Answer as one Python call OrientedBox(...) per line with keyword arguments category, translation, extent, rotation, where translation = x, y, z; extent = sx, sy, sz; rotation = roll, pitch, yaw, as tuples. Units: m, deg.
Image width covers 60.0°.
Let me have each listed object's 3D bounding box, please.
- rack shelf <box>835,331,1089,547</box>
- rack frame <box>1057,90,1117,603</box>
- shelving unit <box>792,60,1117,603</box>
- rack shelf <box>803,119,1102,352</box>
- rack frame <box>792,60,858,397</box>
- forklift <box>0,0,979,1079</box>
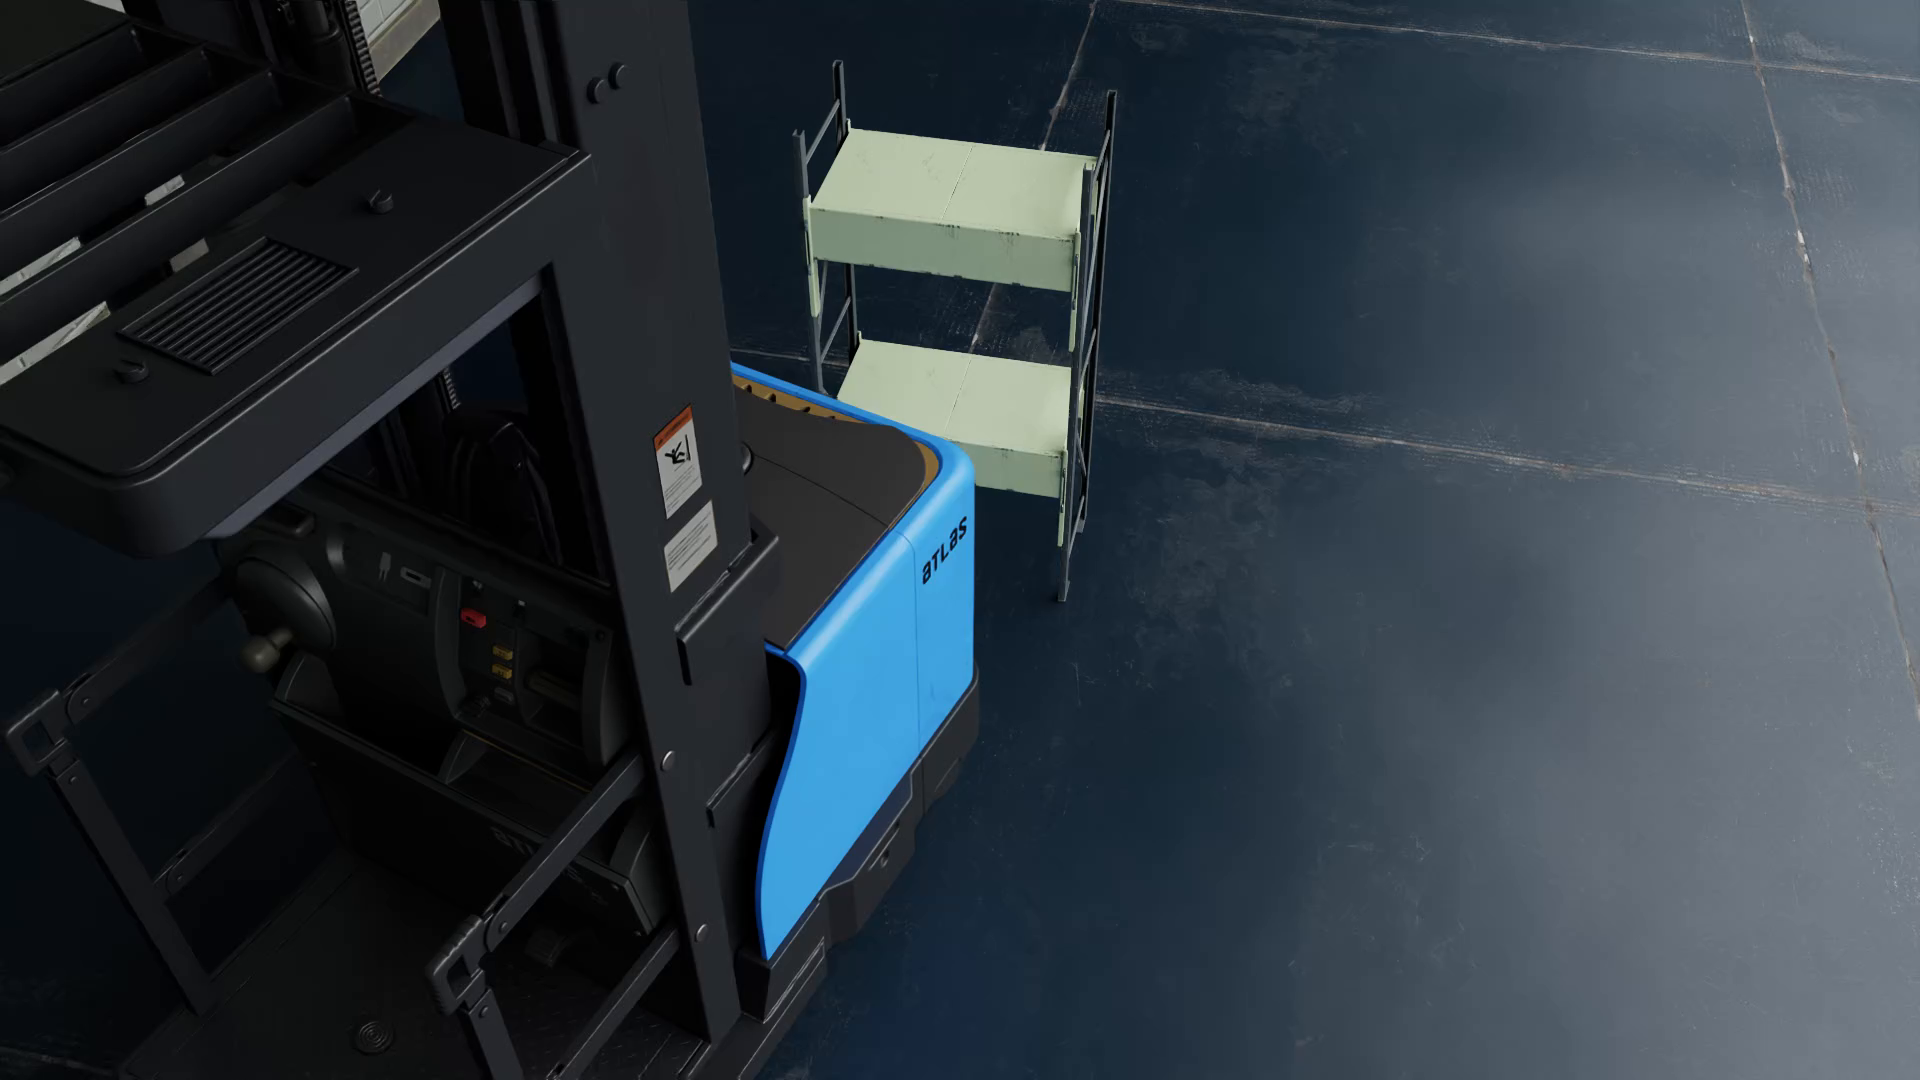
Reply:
OrientedBox(category="rack shelf", translation=(-0.007, -0.306, 4.957), extent=(0.720, 0.370, 0.431), rotation=(9, 45, 9))
OrientedBox(category="rack frame", translation=(0.351, -0.486, 4.673), extent=(0.023, 1.500, 0.400), rotation=(9, 45, 9))
OrientedBox(category="shelving unit", translation=(-0.007, -0.541, 4.731), extent=(0.755, 1.500, 0.431), rotation=(9, 45, 9))
OrientedBox(category="rack shelf", translation=(-0.007, -0.823, 4.460), extent=(0.720, 0.370, 0.431), rotation=(9, 45, 9))
OrientedBox(category="rack frame", translation=(-0.364, -0.597, 4.789), extent=(0.023, 1.500, 0.400), rotation=(9, 45, 9))
OrientedBox(category="forklift", translation=(-1.107, 0.234, 2.894), extent=(1.130, 2.935, 3.031), rotation=(21, 48, 21))
